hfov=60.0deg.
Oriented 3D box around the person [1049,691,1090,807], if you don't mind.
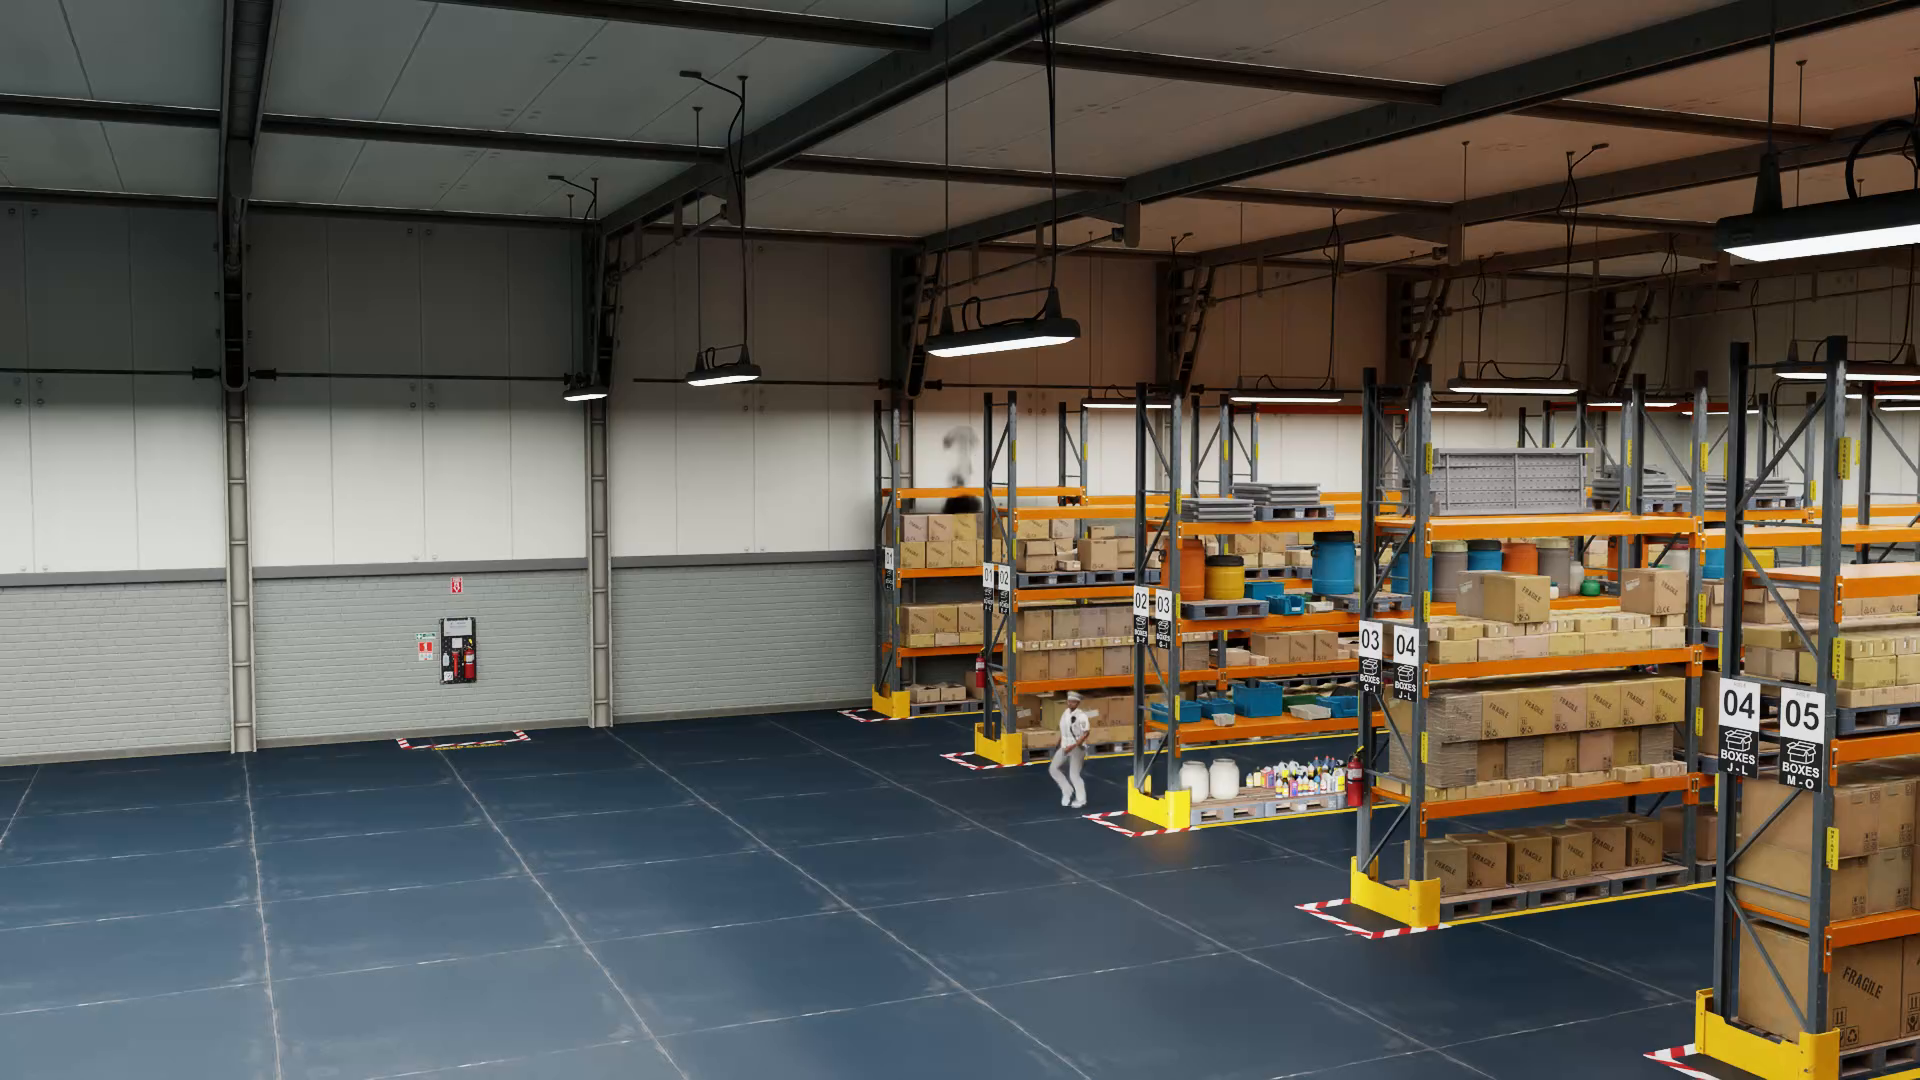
[{"bbox_3d":[1.564,2.957,23.559,0.588,1.660,0.593,-3,4,-42],"label":"person"}]
